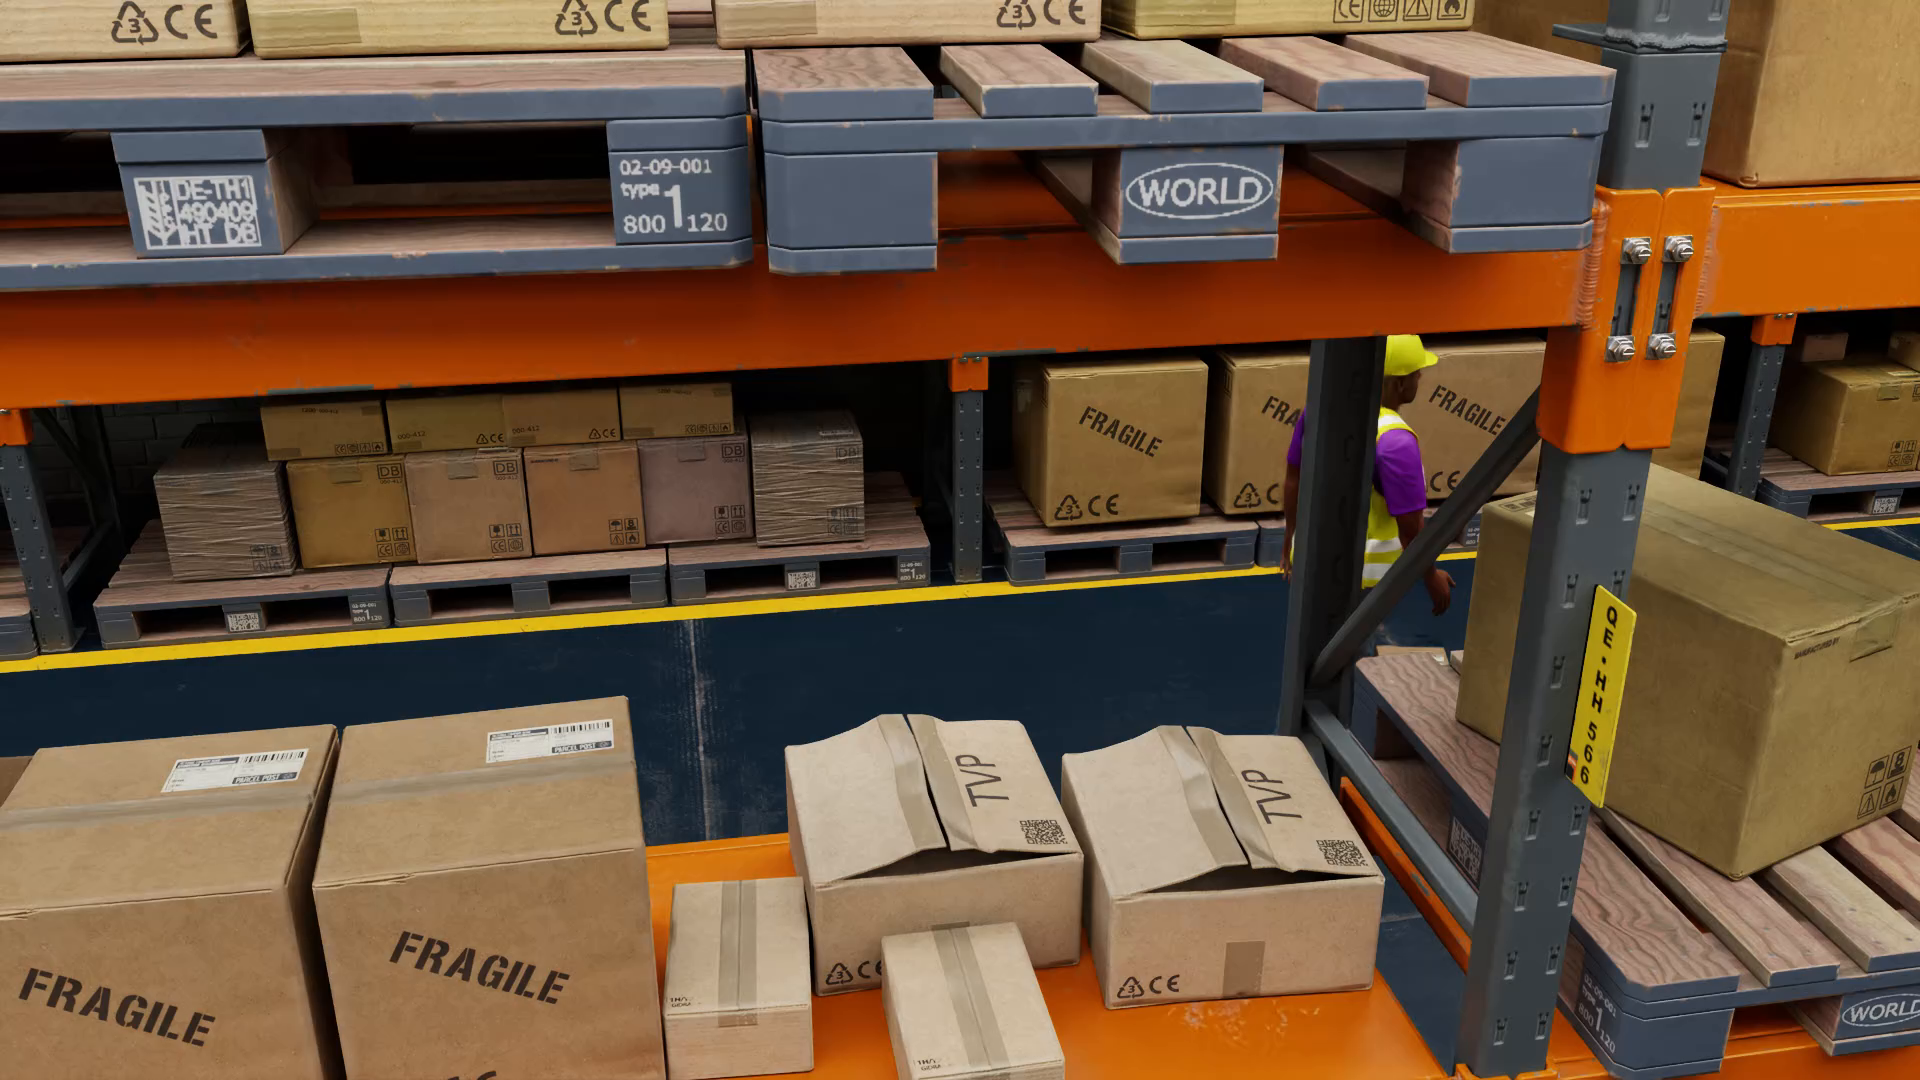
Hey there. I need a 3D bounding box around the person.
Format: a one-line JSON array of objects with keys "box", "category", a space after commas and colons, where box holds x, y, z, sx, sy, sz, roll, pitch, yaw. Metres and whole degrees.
[{"box": [1.349, 0.106, 5.833, 0.688, 1.747, 0.670, -8, 24, -17], "category": "person"}]
